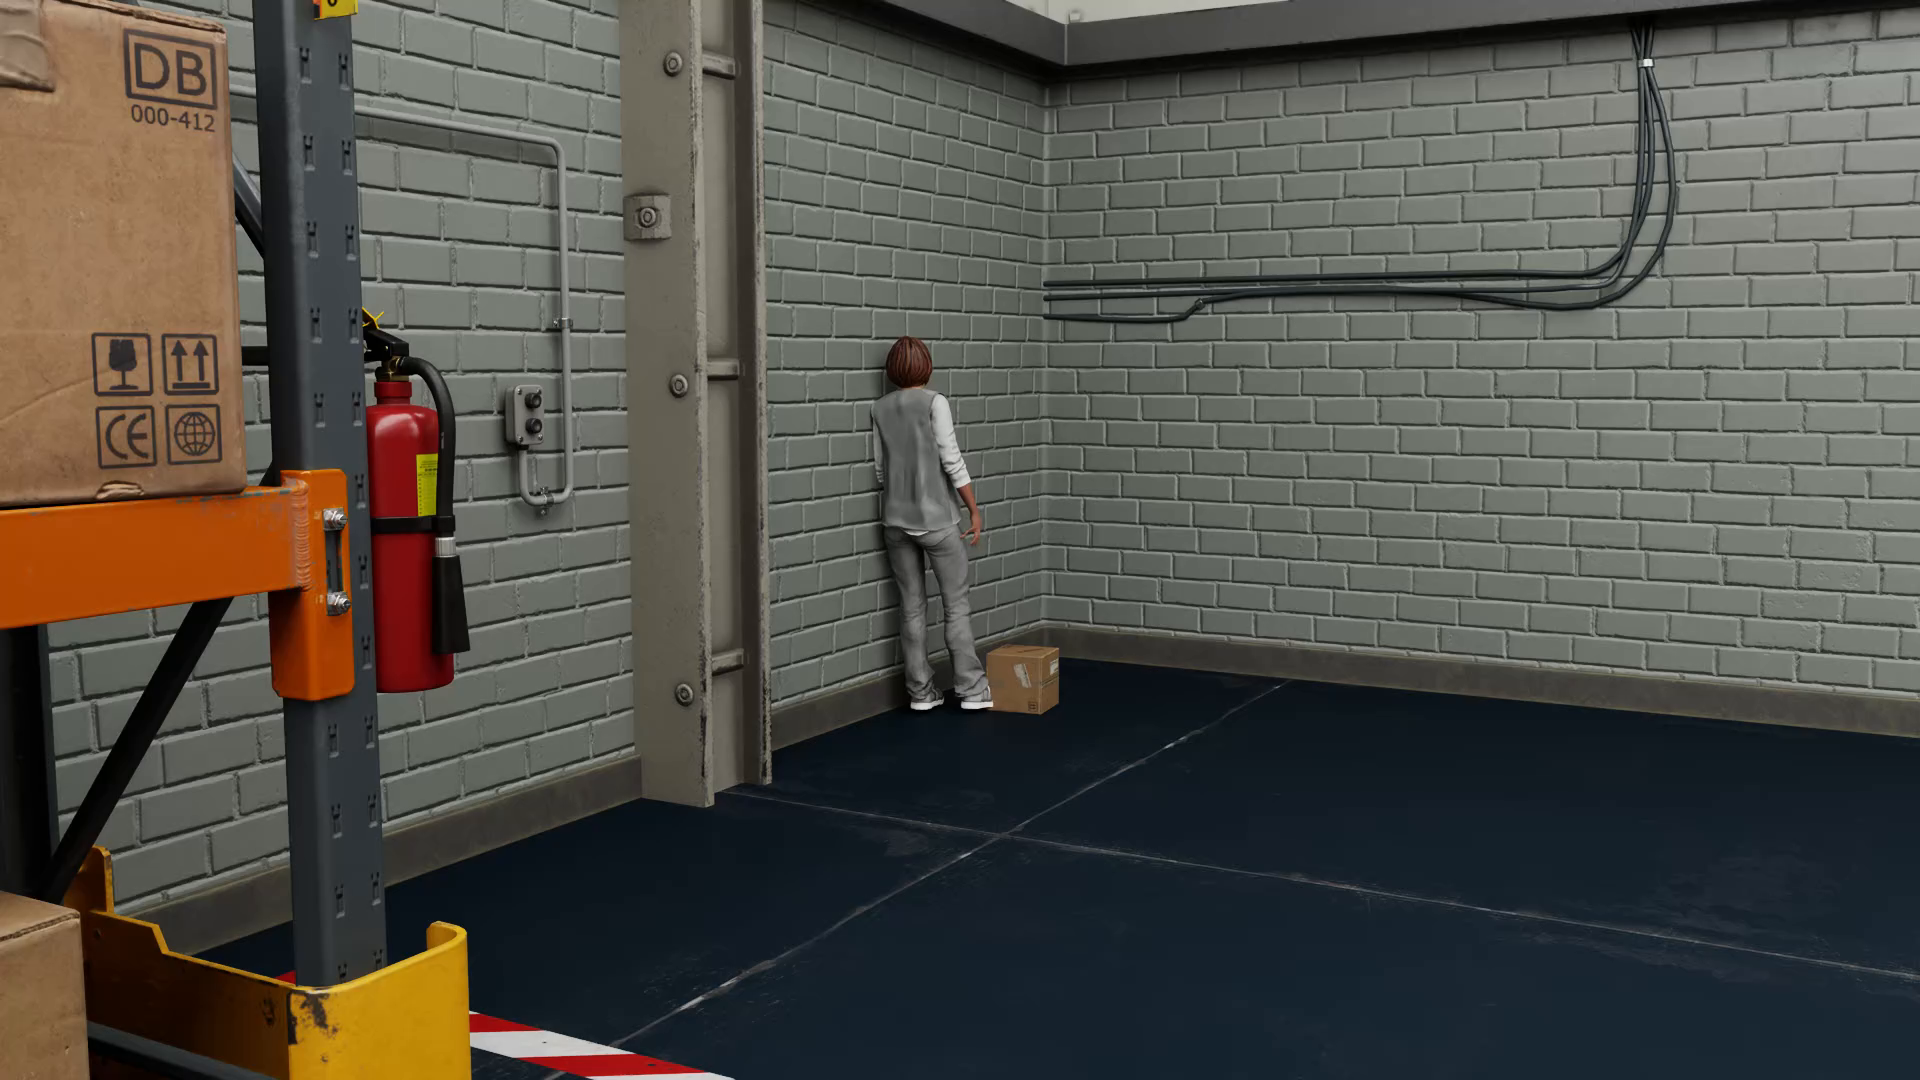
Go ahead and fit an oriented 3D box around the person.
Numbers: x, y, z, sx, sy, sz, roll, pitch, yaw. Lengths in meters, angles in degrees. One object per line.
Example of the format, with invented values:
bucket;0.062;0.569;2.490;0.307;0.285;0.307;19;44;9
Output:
person;-0.116;-0.067;7.105;0.521;1.597;0.474;3;7;29
